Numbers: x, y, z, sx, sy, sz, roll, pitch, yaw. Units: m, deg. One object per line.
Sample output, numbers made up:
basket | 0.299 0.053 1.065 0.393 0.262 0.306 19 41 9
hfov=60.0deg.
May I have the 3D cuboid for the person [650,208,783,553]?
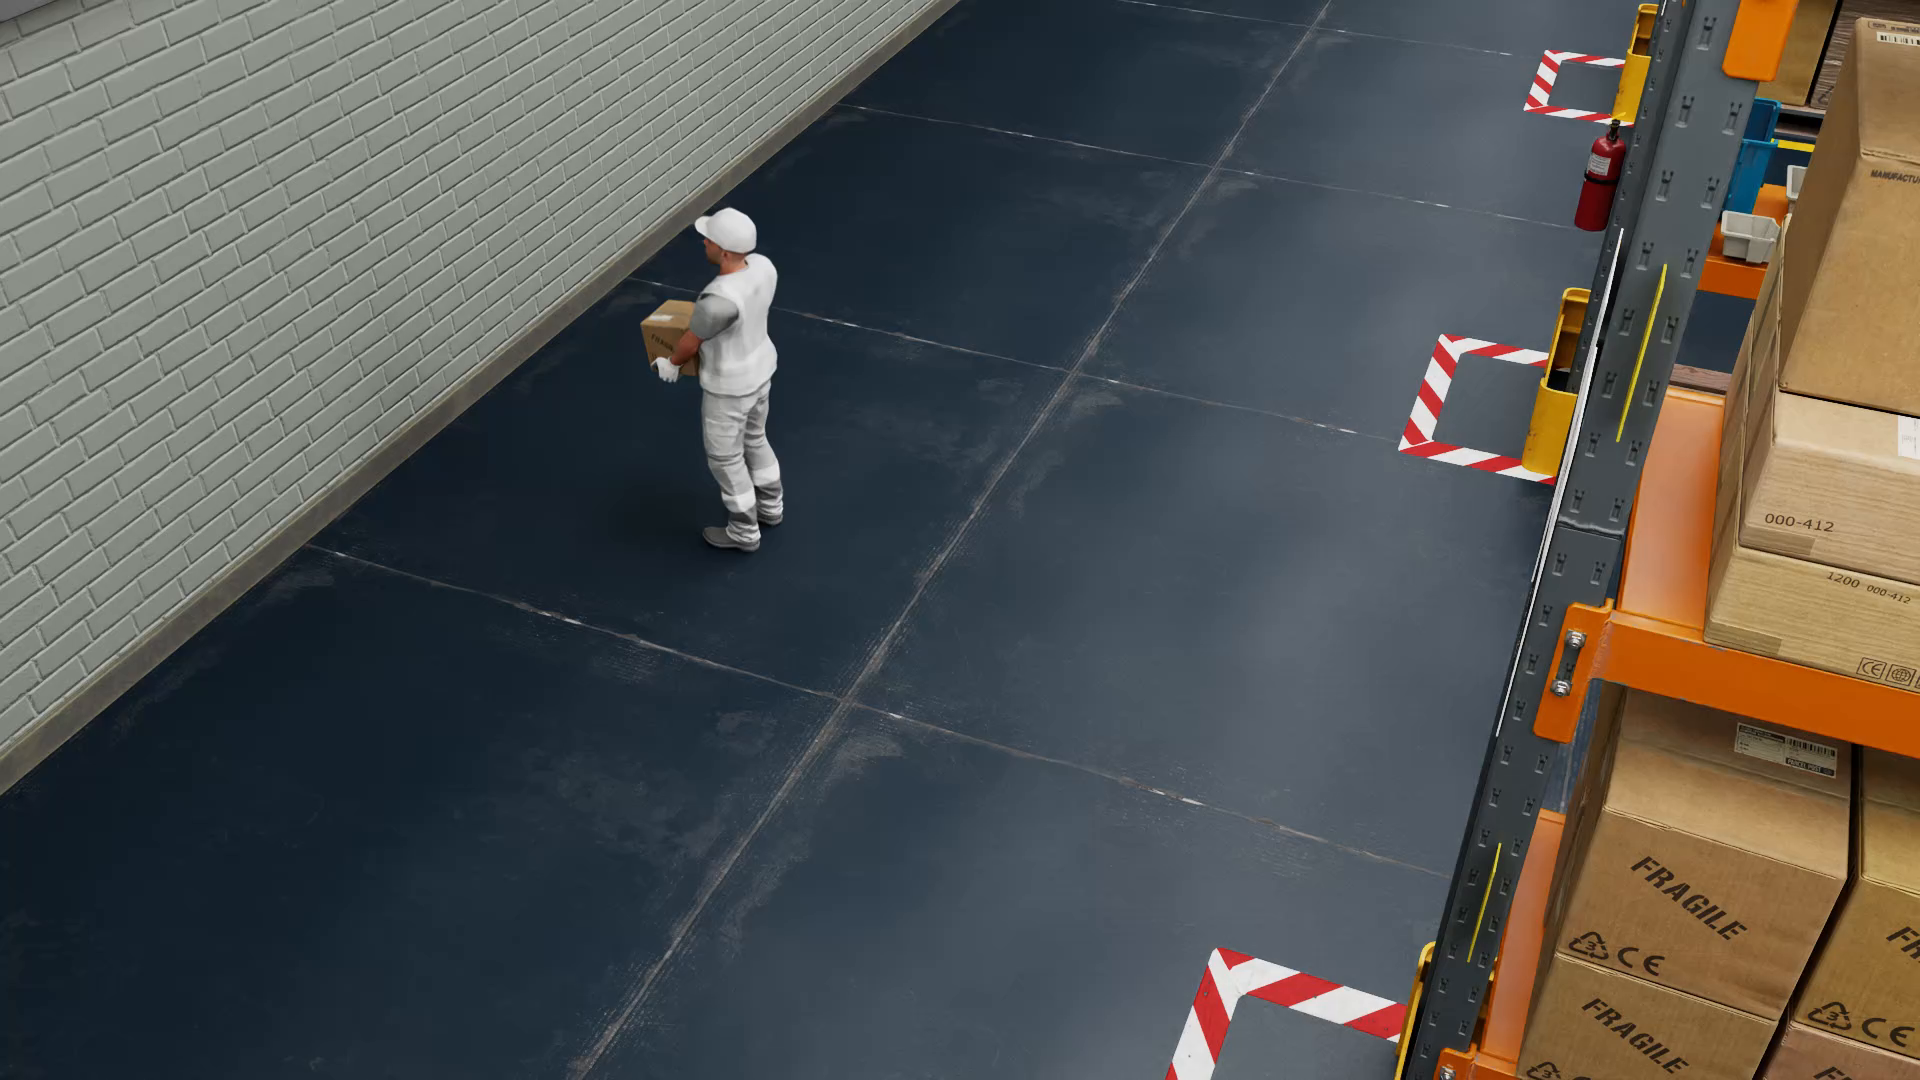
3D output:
person | -1.143 -0.765 7.813 0.558 1.783 0.494 15 40 19
